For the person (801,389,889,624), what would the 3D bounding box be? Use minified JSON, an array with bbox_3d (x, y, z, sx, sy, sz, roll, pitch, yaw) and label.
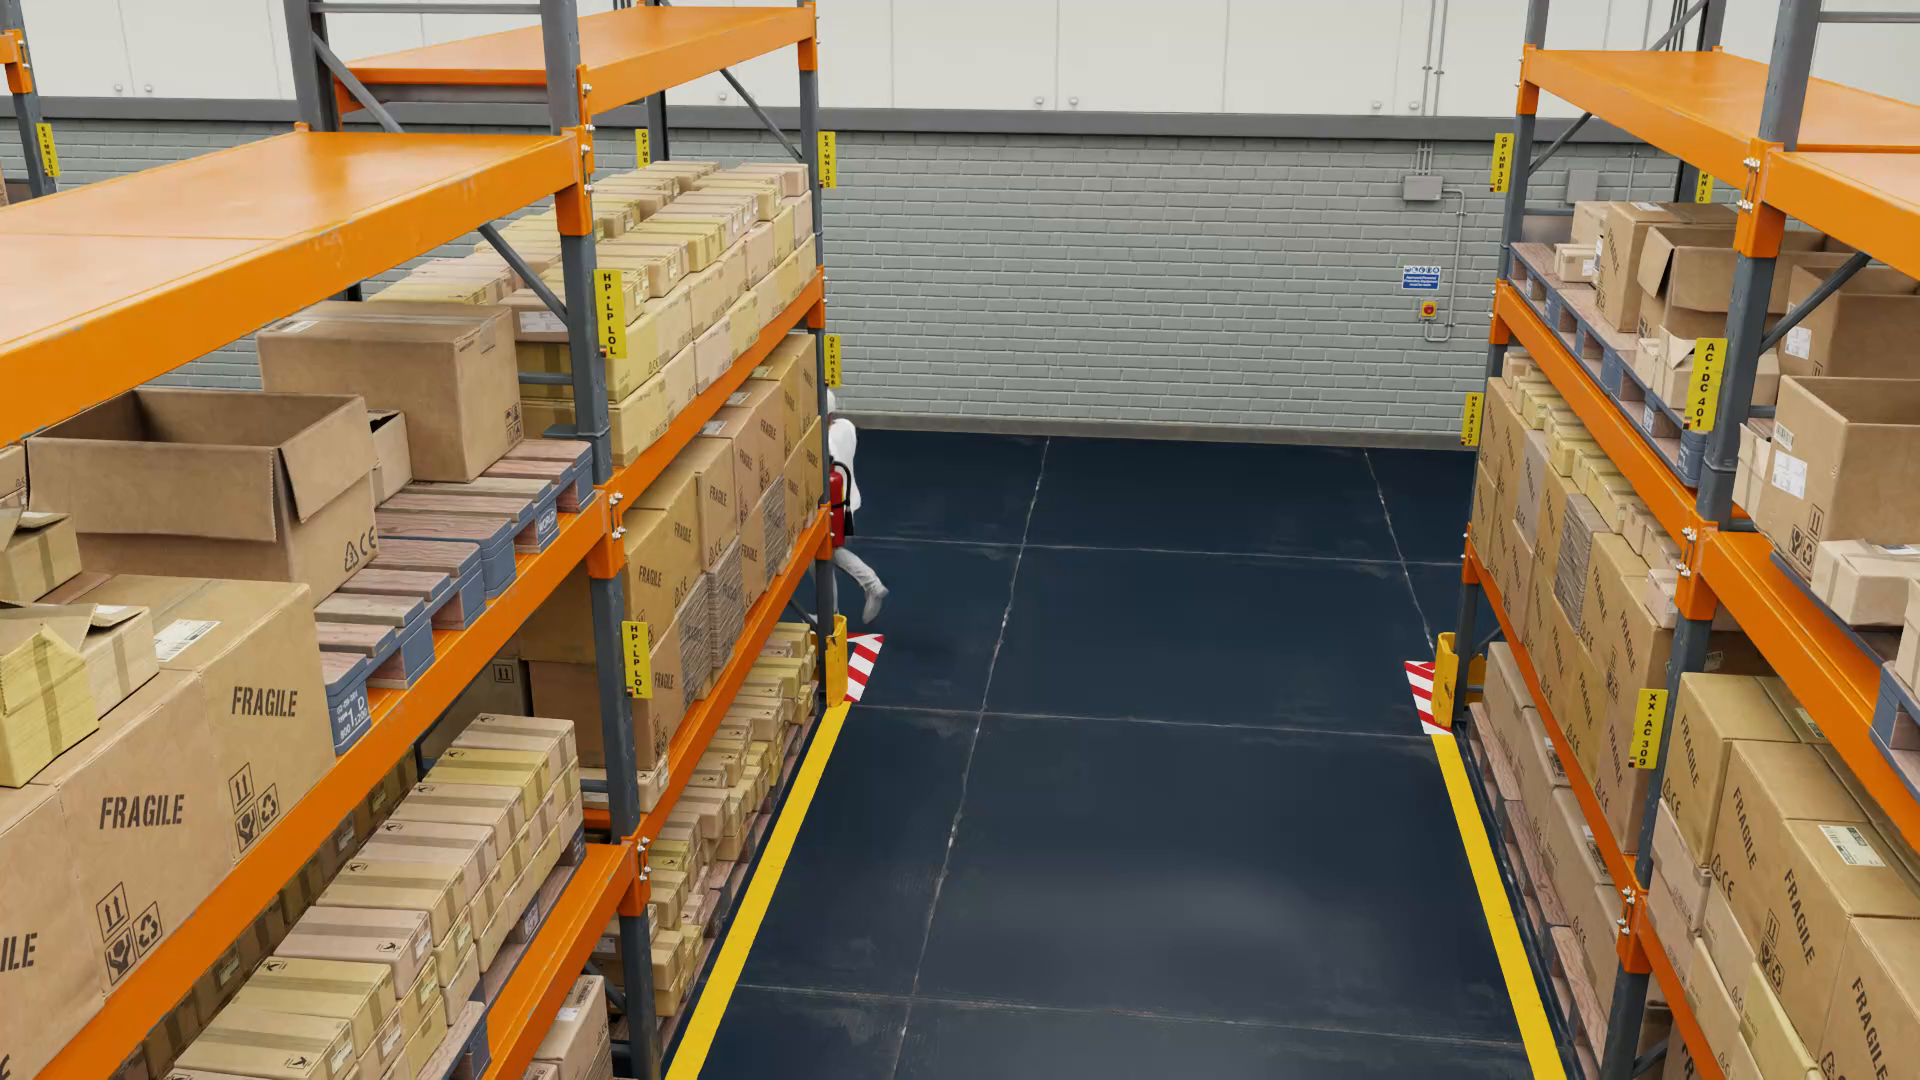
[{"bbox_3d":[-0.829,-0.202,11.520,0.623,1.773,0.564,9,23,22],"label":"person"}]
